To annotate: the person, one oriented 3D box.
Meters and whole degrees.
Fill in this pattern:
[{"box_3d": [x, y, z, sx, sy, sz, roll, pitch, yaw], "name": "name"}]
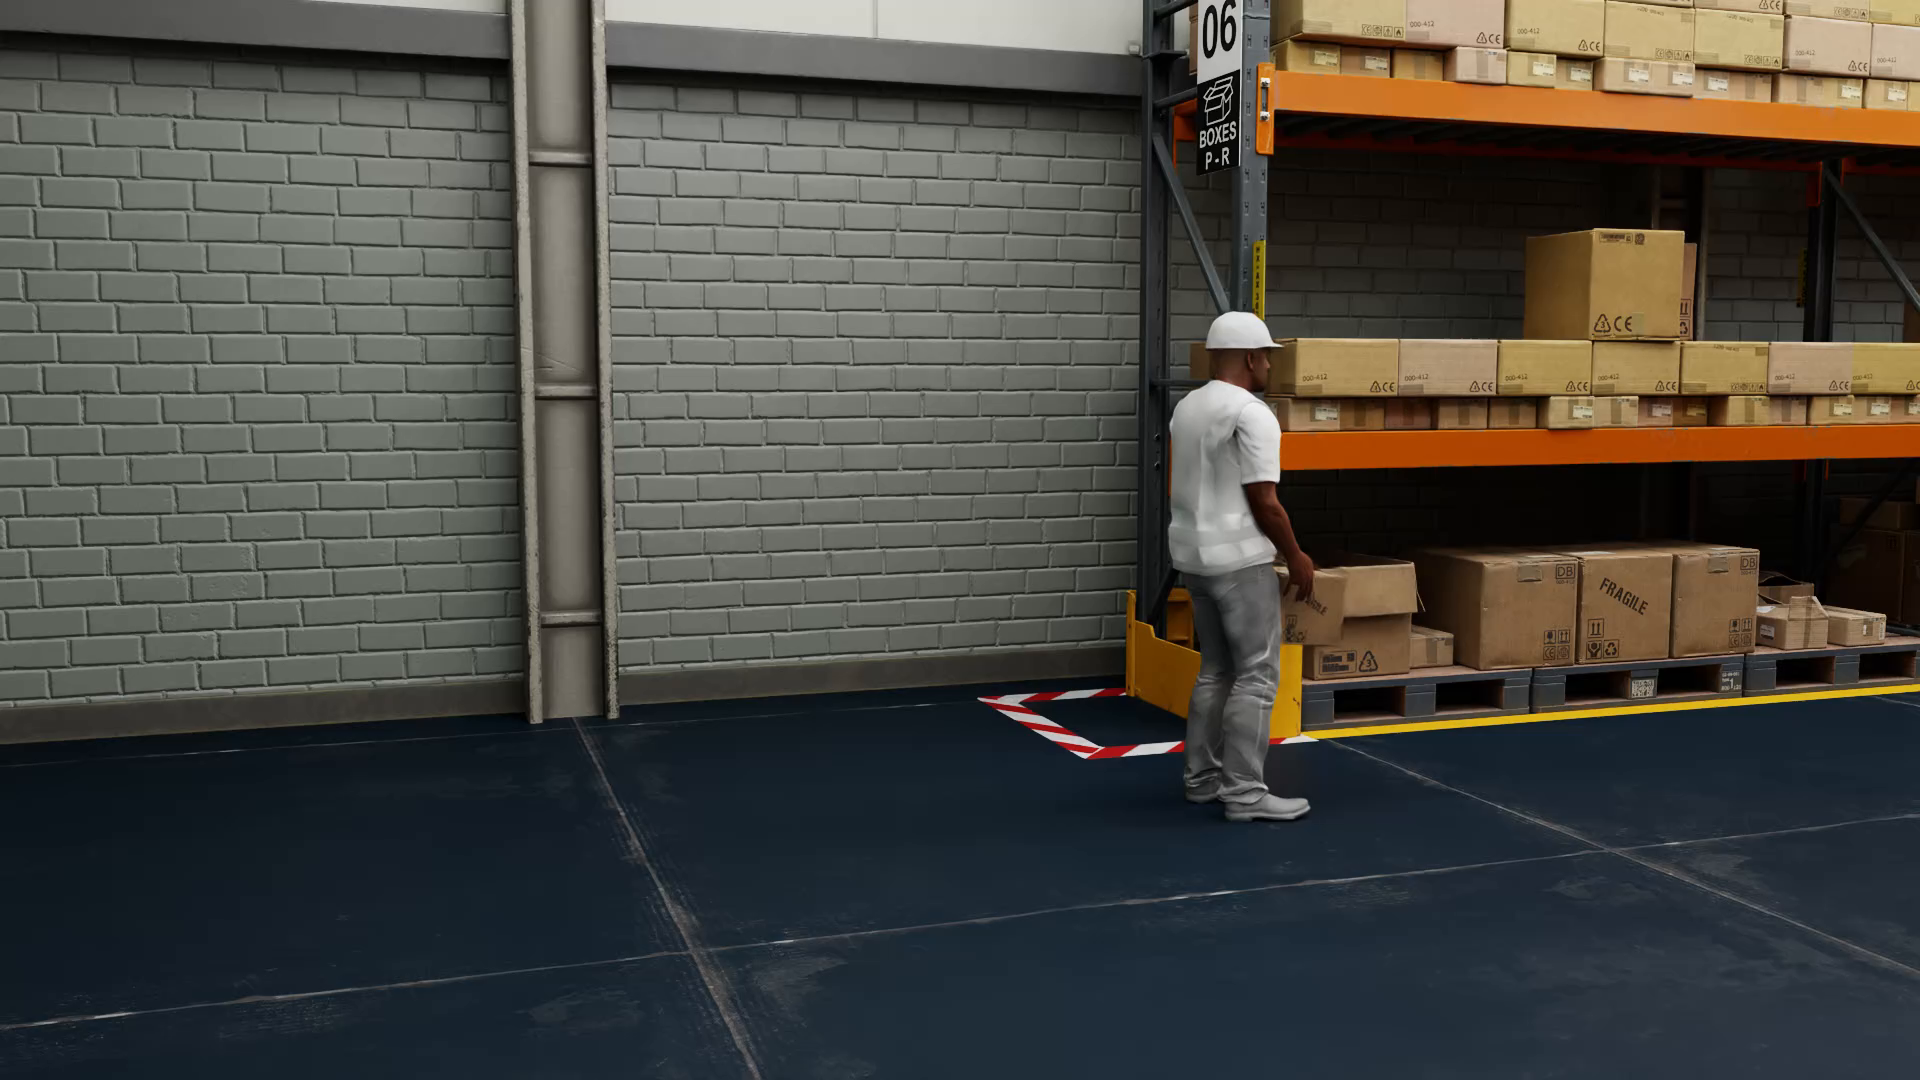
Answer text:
[{"box_3d": [0.991, 0.083, 5.916, 0.461, 1.760, 0.637, -2, 6, -20], "name": "person"}]
